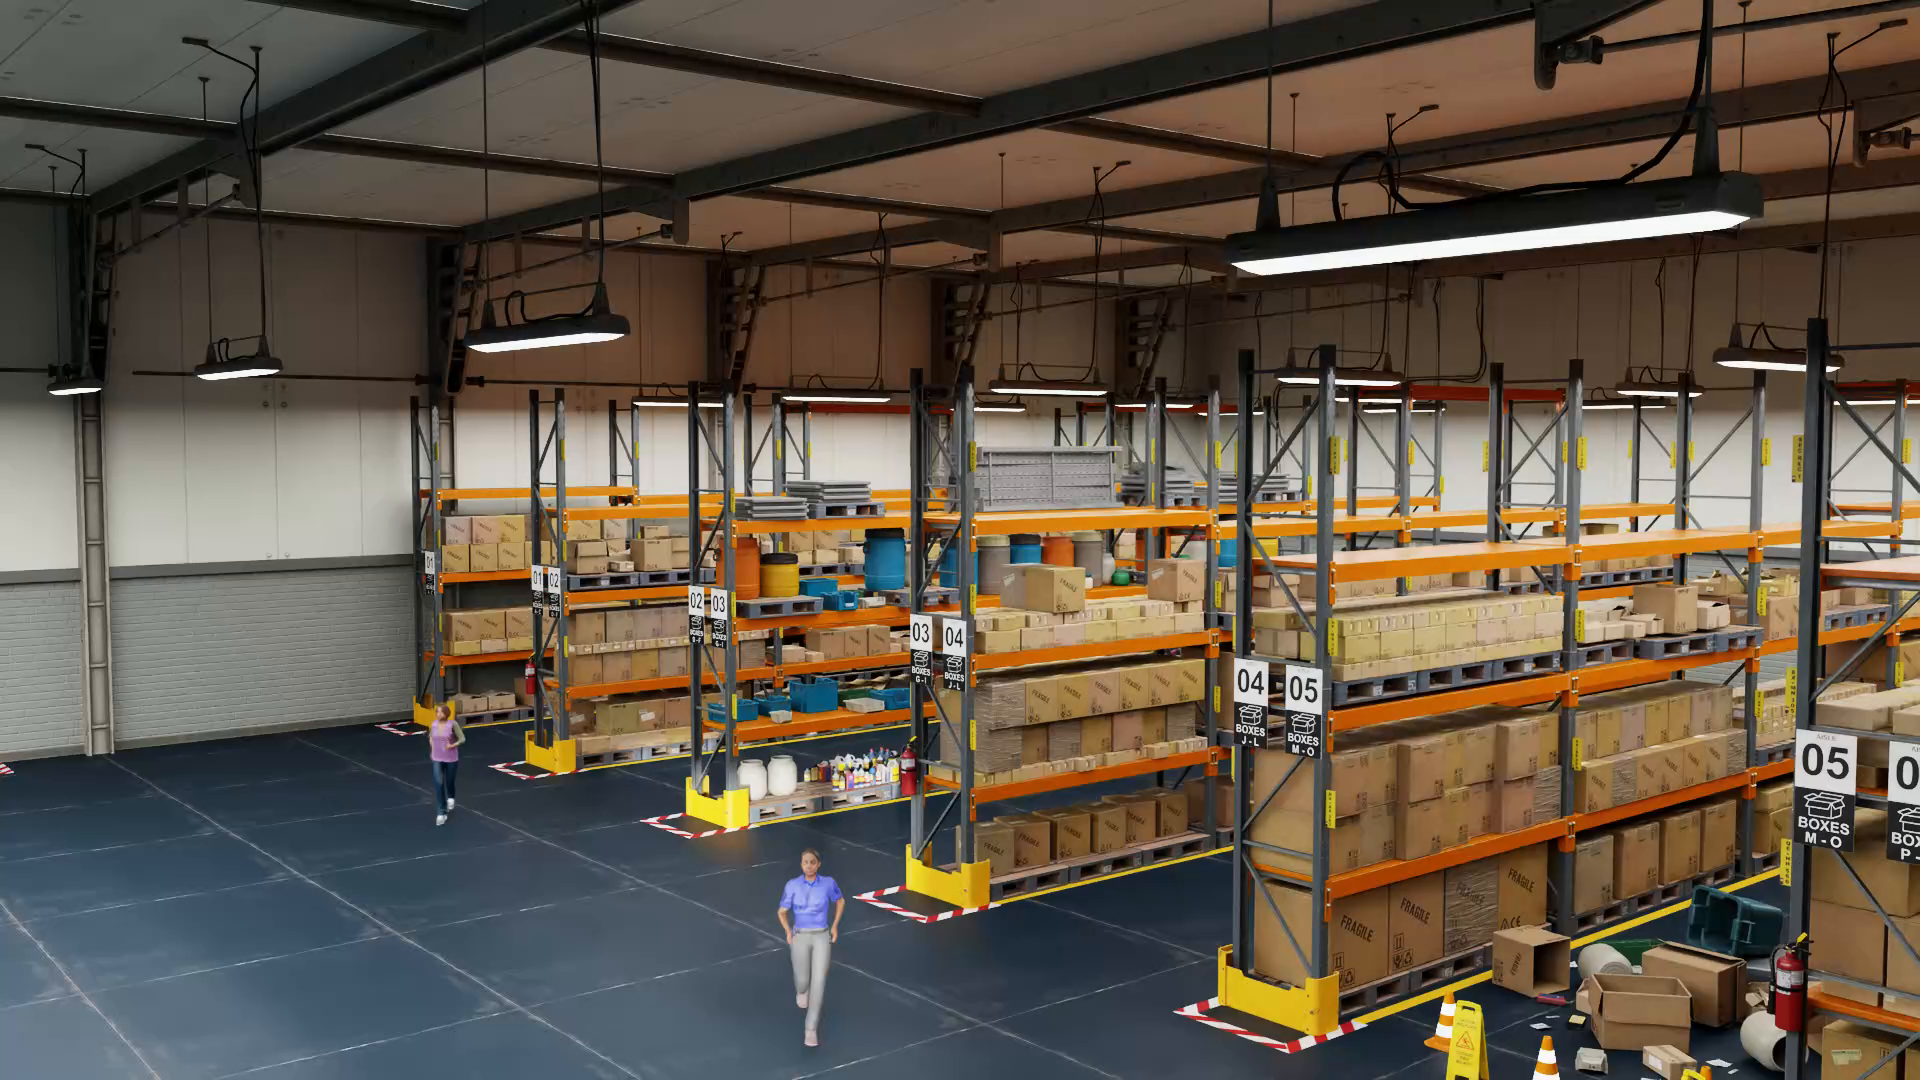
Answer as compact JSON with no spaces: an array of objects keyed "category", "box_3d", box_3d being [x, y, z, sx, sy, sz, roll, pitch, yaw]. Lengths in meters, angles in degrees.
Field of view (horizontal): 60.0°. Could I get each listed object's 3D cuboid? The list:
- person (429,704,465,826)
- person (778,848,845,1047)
[{"category":"person","box_3d":[-7.020,3.027,22.739,0.526,1.606,0.815,0,3,-4]},{"category":"person","box_3d":[-1.296,3.514,14.556,0.588,1.628,0.768,0,3,-5]}]
